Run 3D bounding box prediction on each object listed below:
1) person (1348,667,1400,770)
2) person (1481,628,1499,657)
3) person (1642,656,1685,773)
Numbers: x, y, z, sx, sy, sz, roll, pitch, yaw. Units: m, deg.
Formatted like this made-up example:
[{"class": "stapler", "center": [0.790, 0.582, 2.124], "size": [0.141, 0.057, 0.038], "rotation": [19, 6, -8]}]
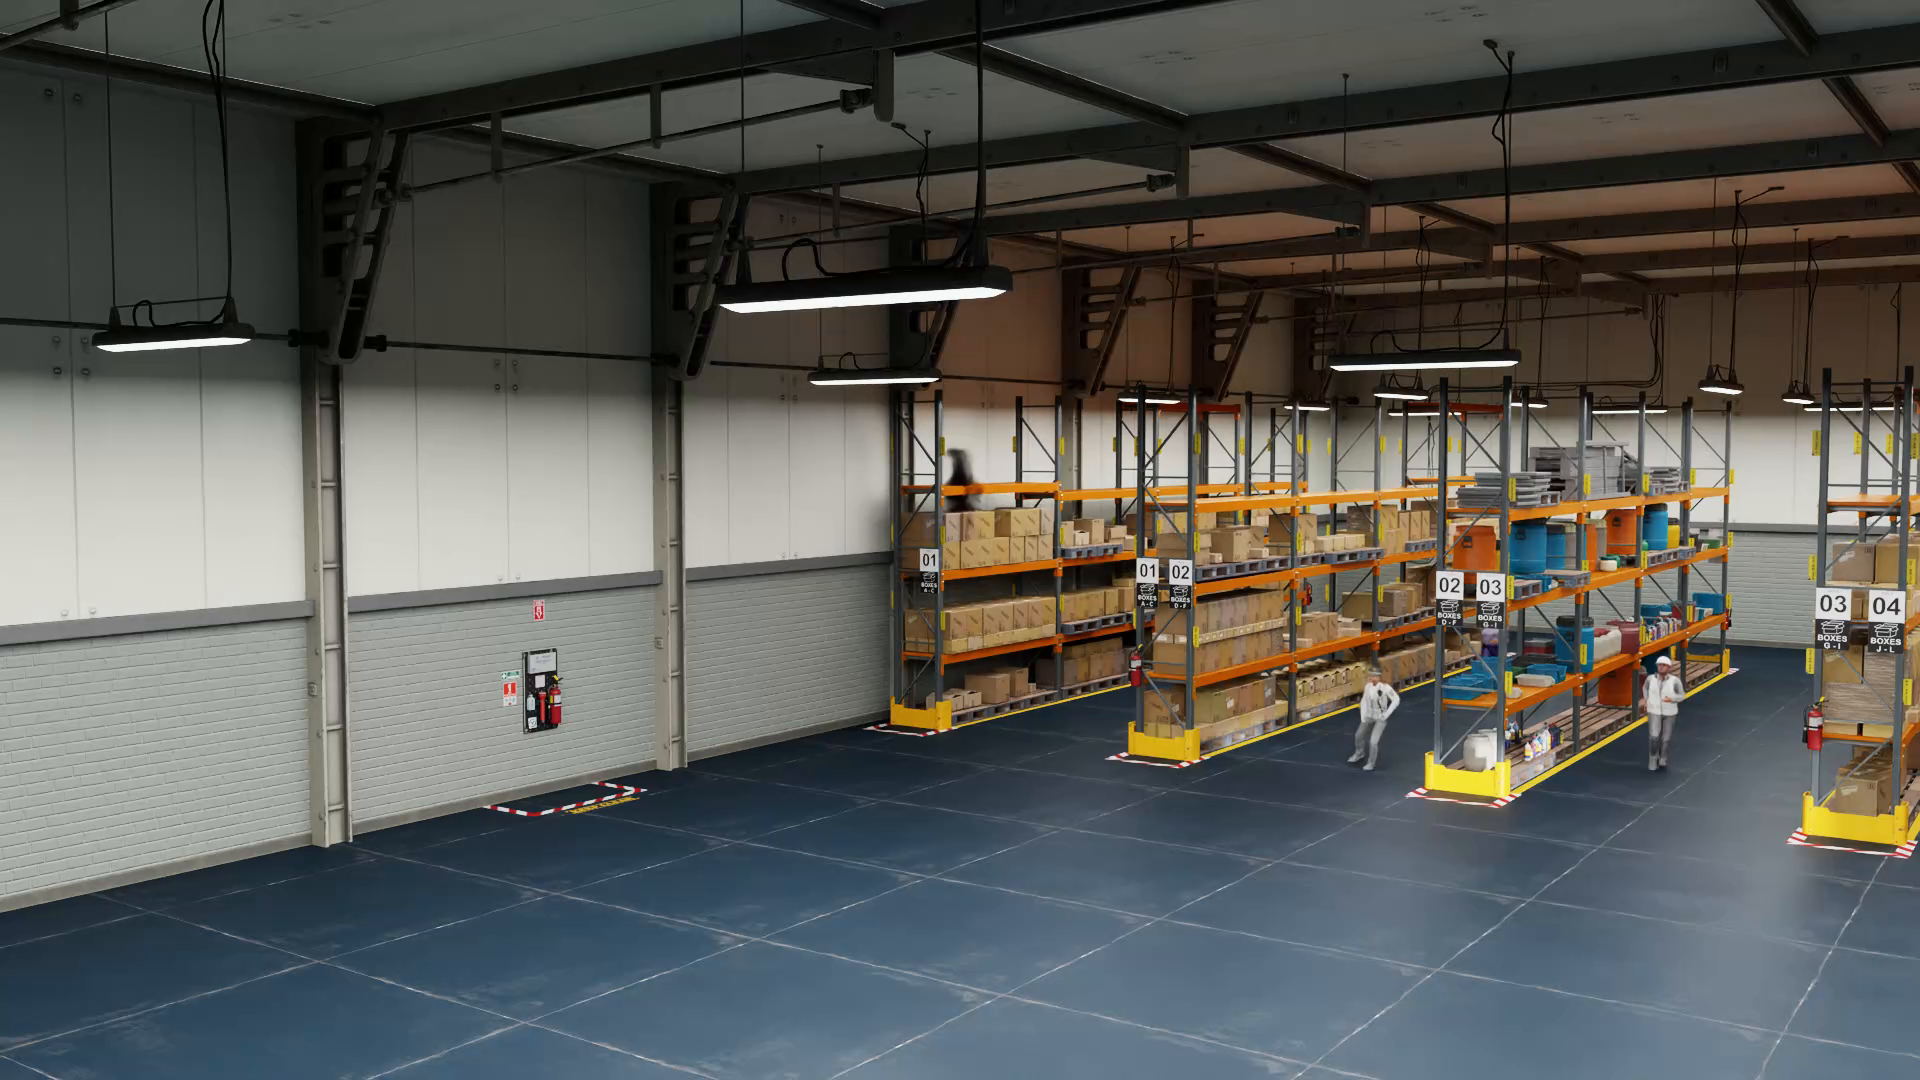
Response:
[{"class": "person", "center": [6.407, 2.748, 25.879], "size": [0.523, 1.604, 0.935], "rotation": [-3, 4, -41]}, {"class": "person", "center": [10.921, 2.285, 34.109], "size": [0.504, 1.666, 0.798], "rotation": [2, 4, 26]}, {"class": "person", "center": [10.814, 2.678, 25.578], "size": [0.610, 1.791, 0.712], "rotation": [1, 3, 23]}]
